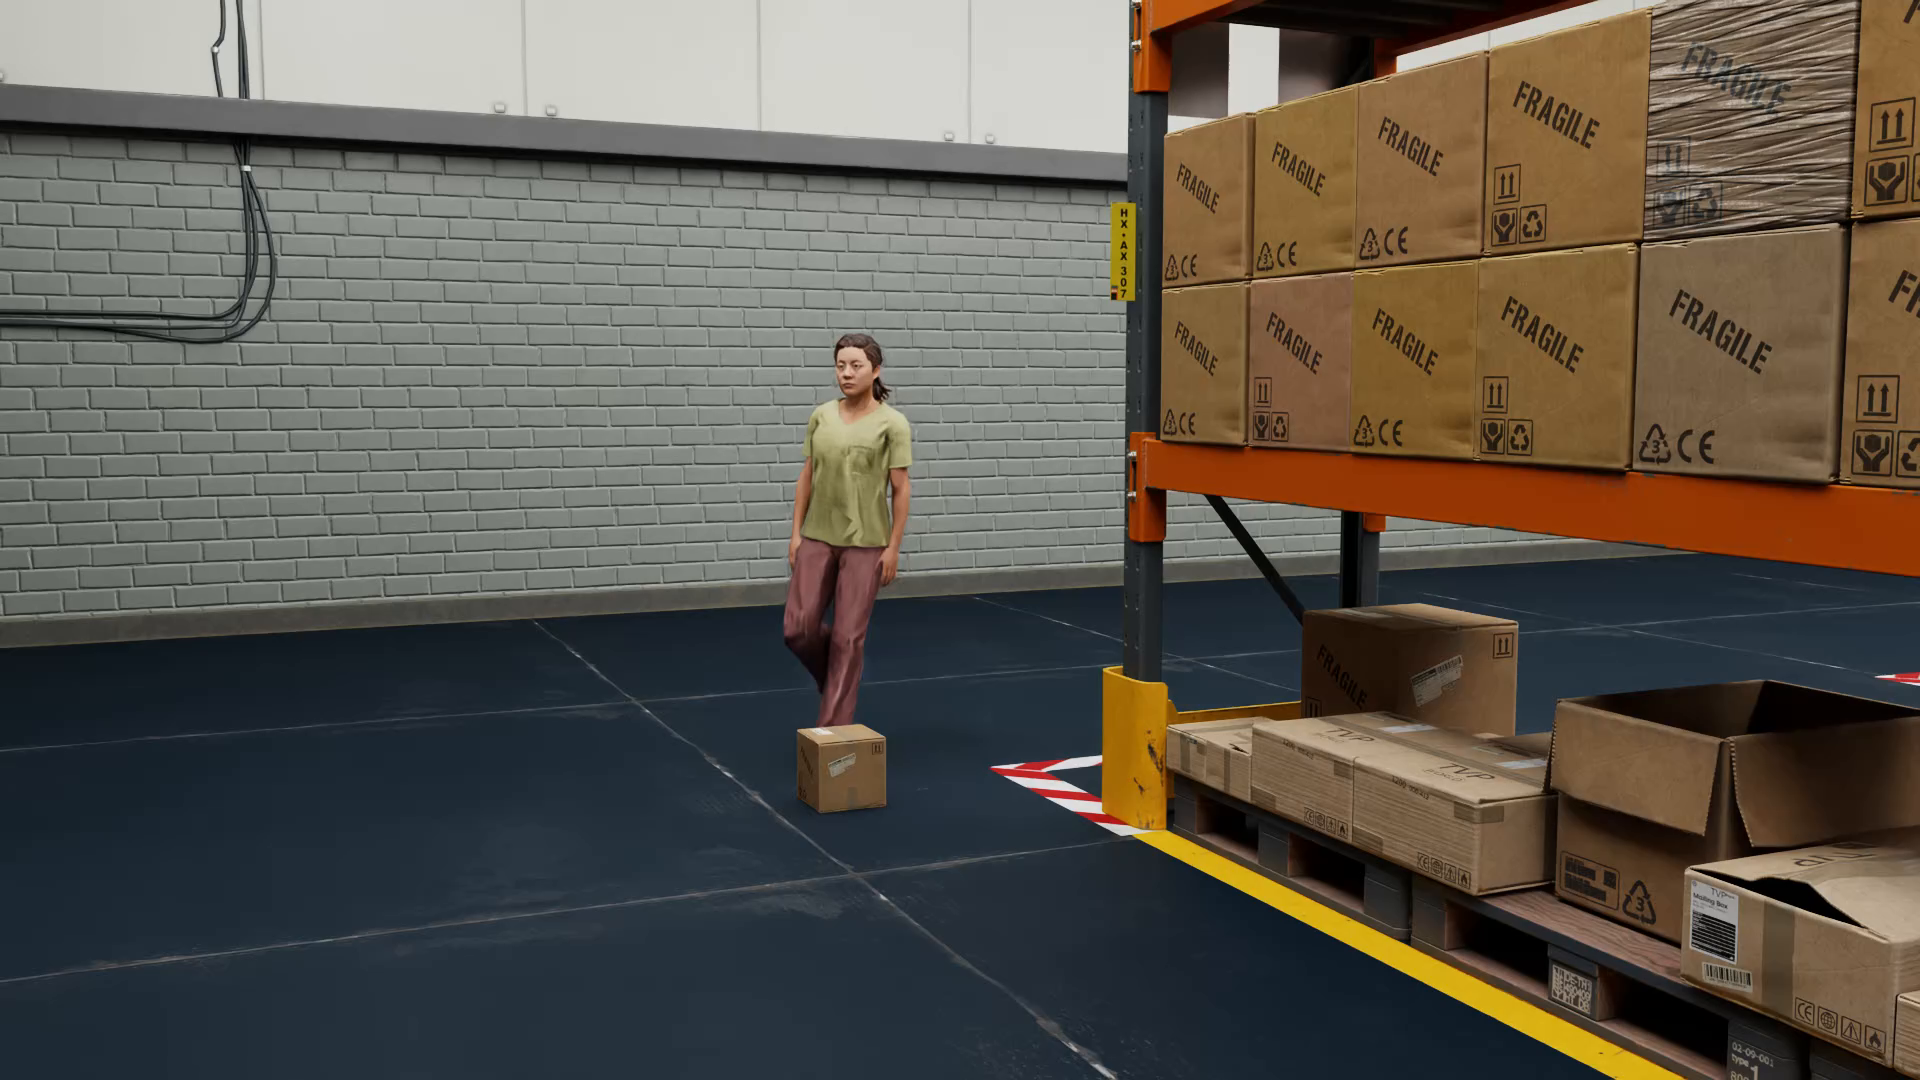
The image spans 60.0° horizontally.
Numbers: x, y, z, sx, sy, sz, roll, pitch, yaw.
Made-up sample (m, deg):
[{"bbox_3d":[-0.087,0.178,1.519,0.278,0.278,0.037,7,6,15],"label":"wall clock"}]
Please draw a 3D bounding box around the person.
[{"bbox_3d":[-0.426,0.023,6.556,0.507,1.662,0.544,2,6,17],"label":"person"}]
